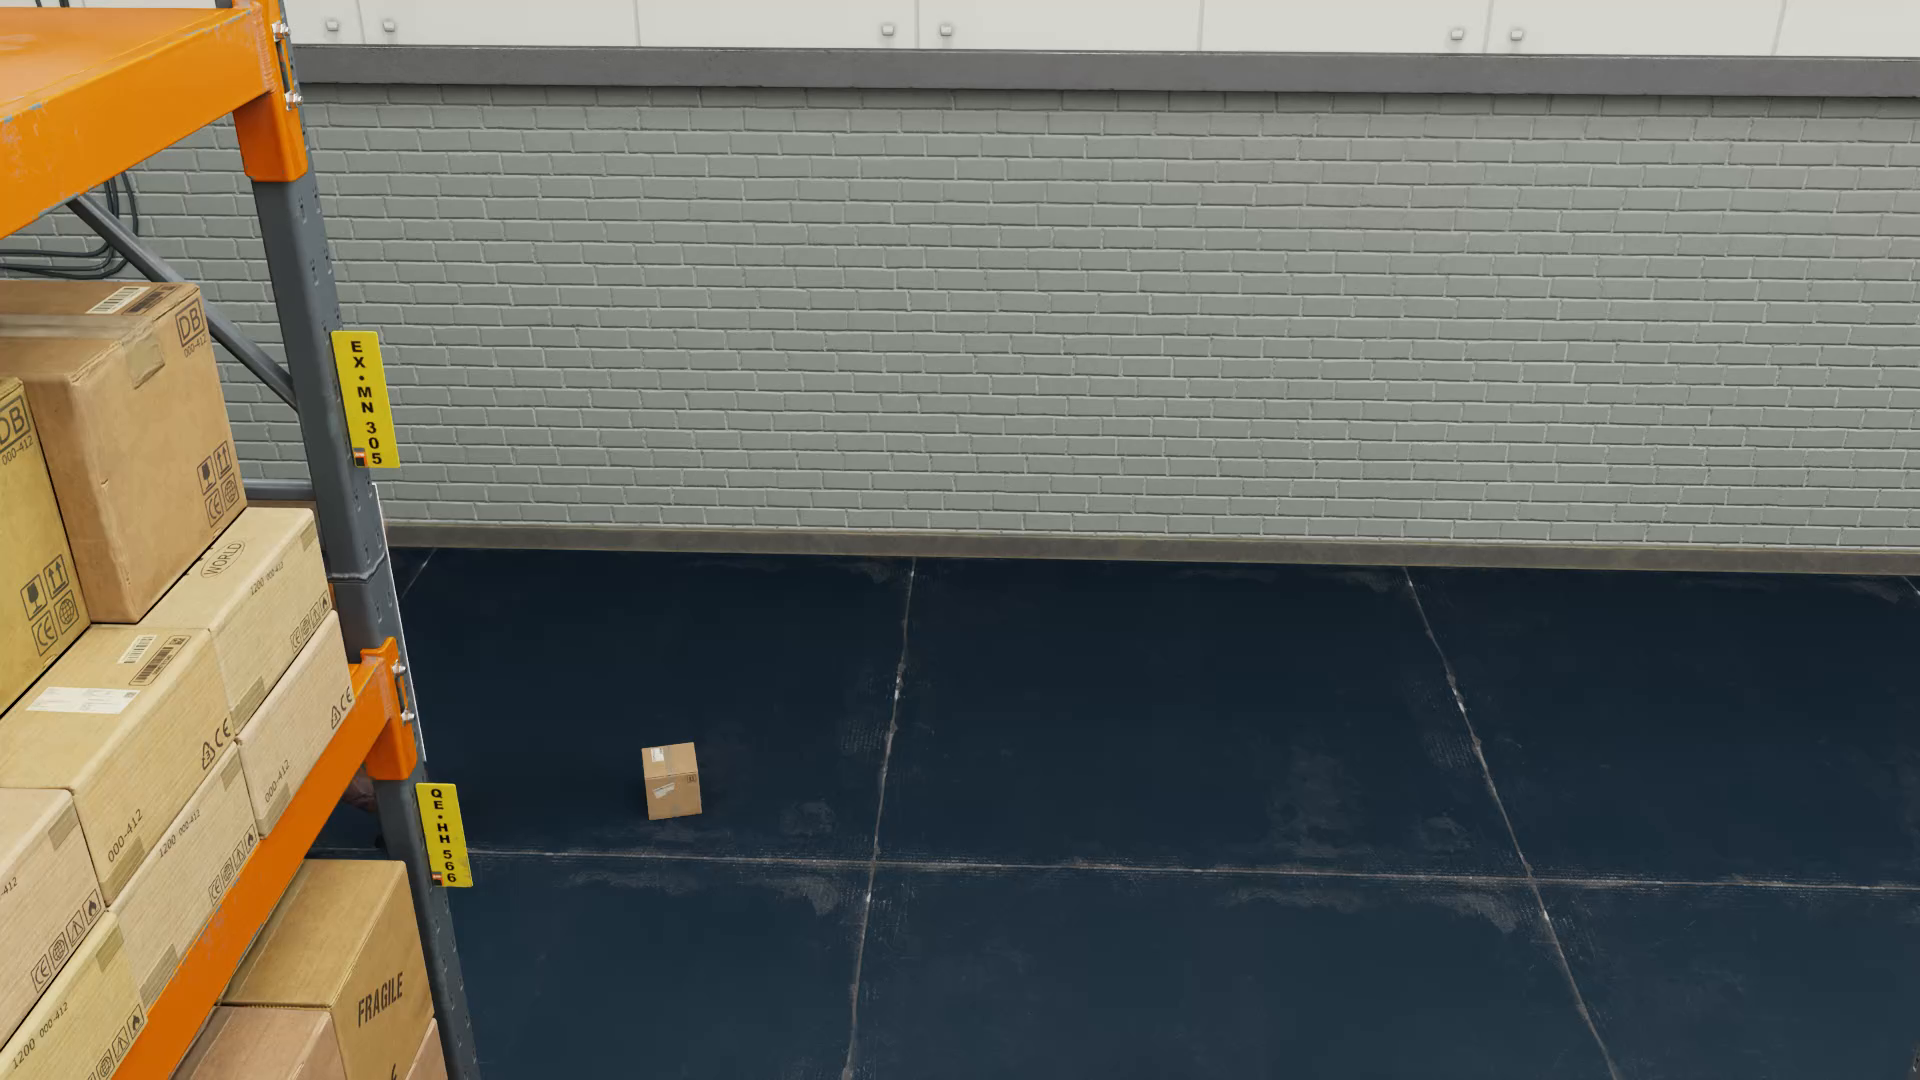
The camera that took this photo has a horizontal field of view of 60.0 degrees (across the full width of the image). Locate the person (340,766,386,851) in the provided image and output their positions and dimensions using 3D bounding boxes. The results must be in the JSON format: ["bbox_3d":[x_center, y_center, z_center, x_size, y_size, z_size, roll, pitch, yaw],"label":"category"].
[{"bbox_3d":[-2.920,0.764,7.215,1.073,1.670,0.564,-17,32,-29],"label":"person"}]
